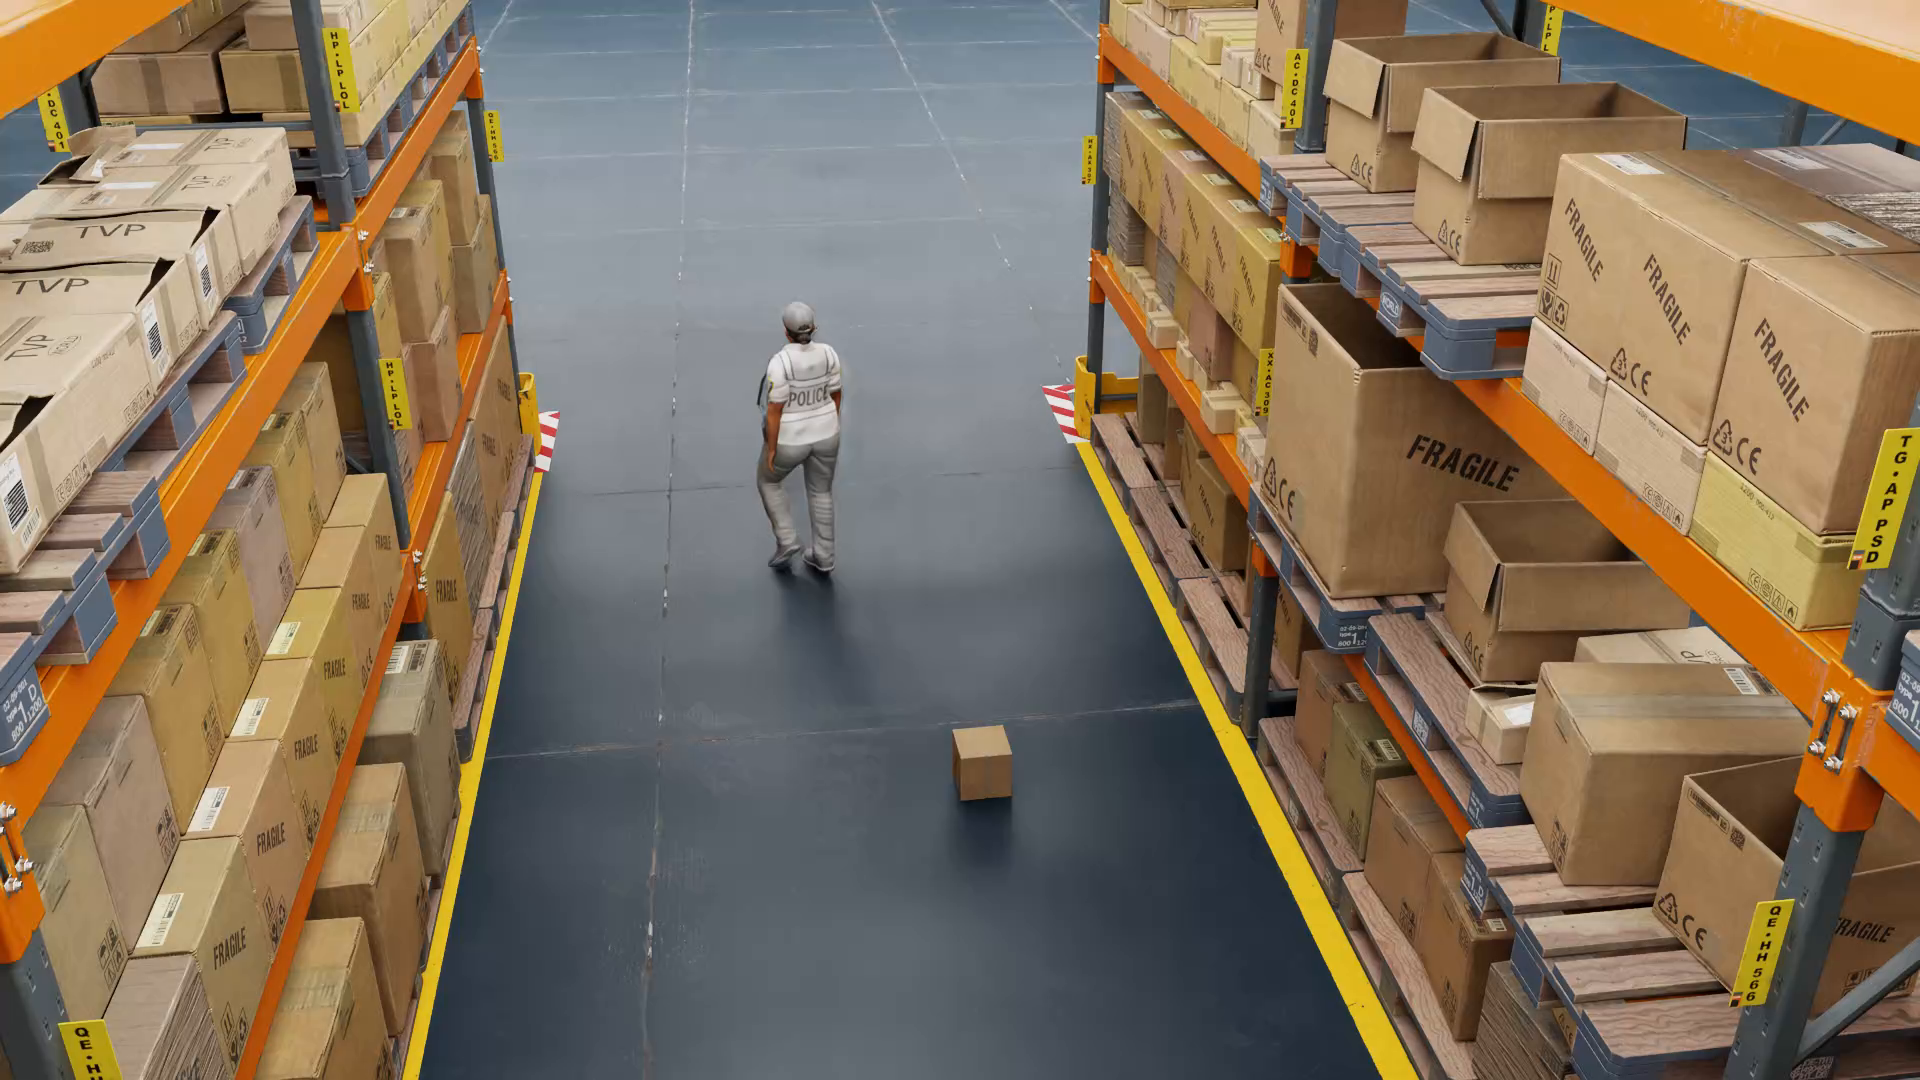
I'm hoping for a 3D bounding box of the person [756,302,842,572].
[{"bbox_3d":[-0.935,-0.584,9.760,0.512,1.723,0.492,-14,31,-25],"label":"person"}]
